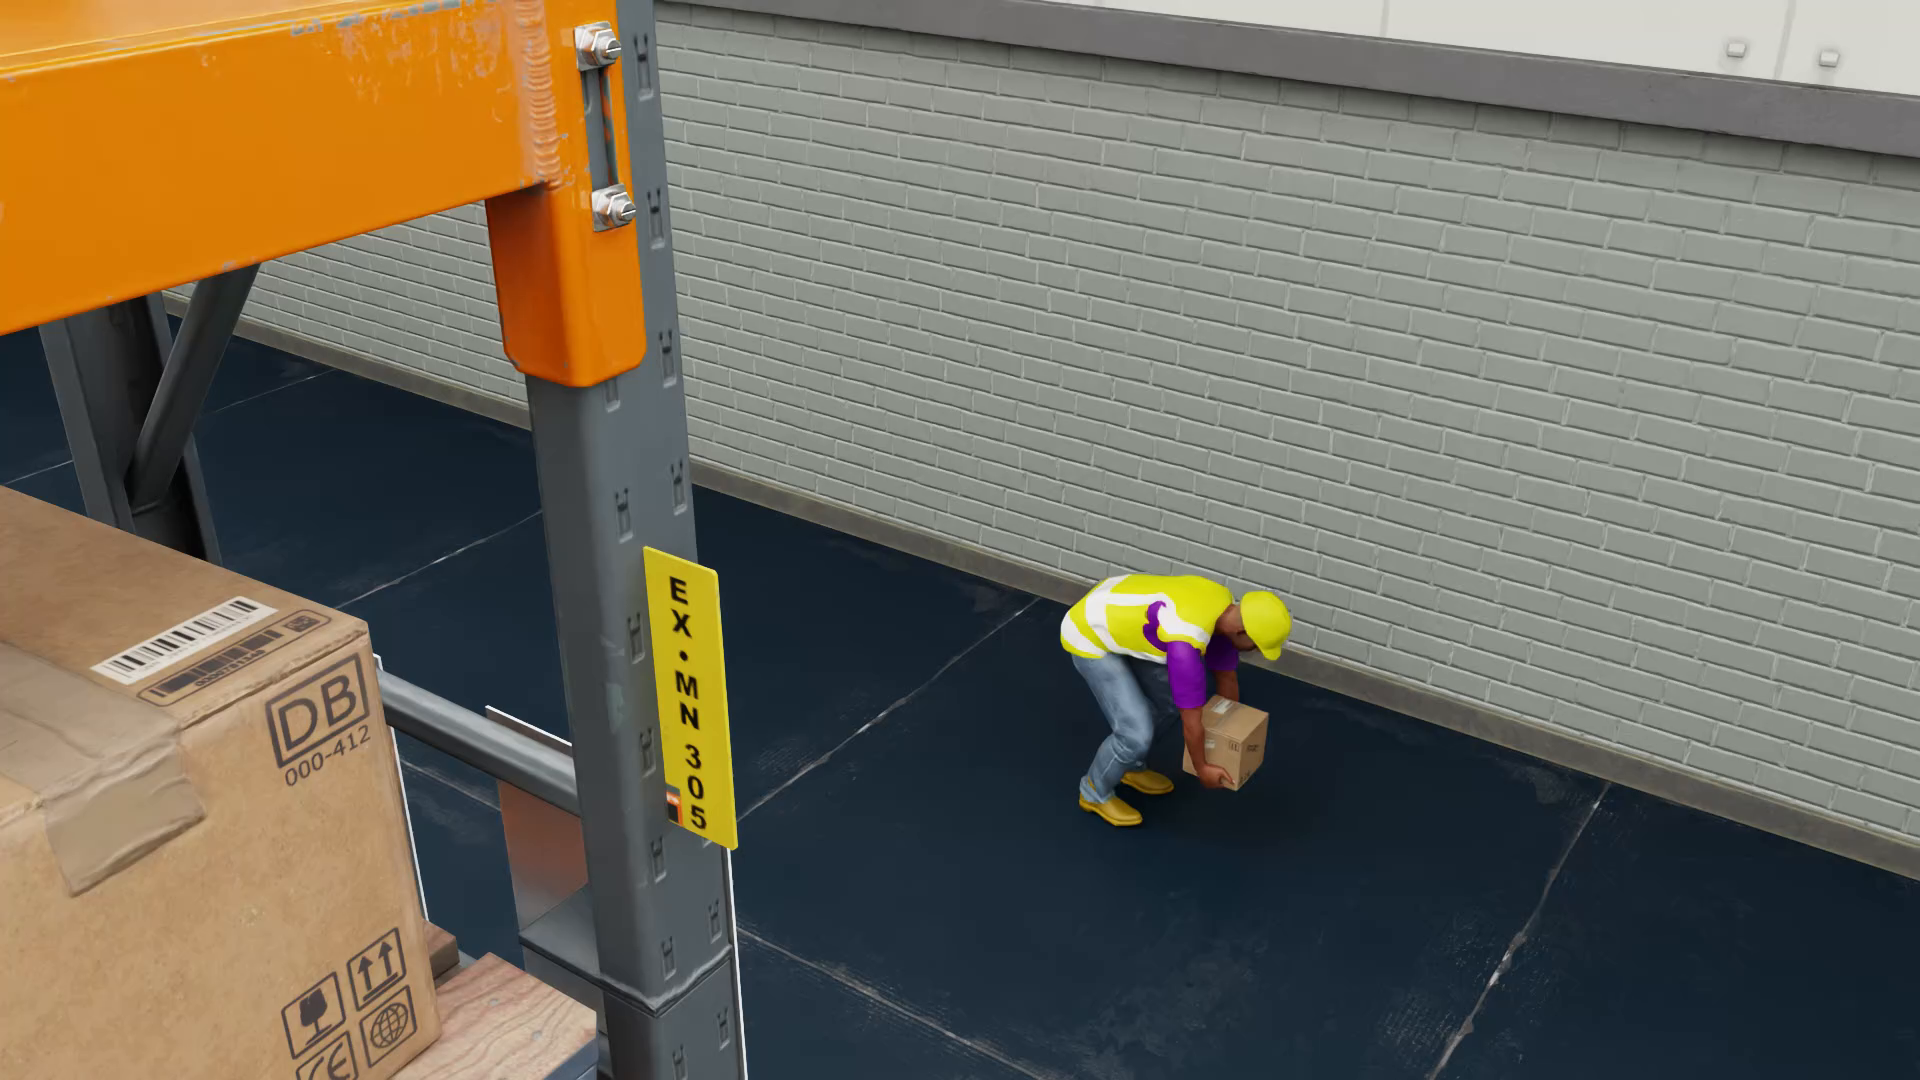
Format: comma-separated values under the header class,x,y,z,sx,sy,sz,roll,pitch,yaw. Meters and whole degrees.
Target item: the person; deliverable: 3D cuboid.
class,x,y,z,sx,sy,sz,roll,pitch,yaw
person,0.887,0.650,6.943,0.954,1.185,0.501,16,31,28
